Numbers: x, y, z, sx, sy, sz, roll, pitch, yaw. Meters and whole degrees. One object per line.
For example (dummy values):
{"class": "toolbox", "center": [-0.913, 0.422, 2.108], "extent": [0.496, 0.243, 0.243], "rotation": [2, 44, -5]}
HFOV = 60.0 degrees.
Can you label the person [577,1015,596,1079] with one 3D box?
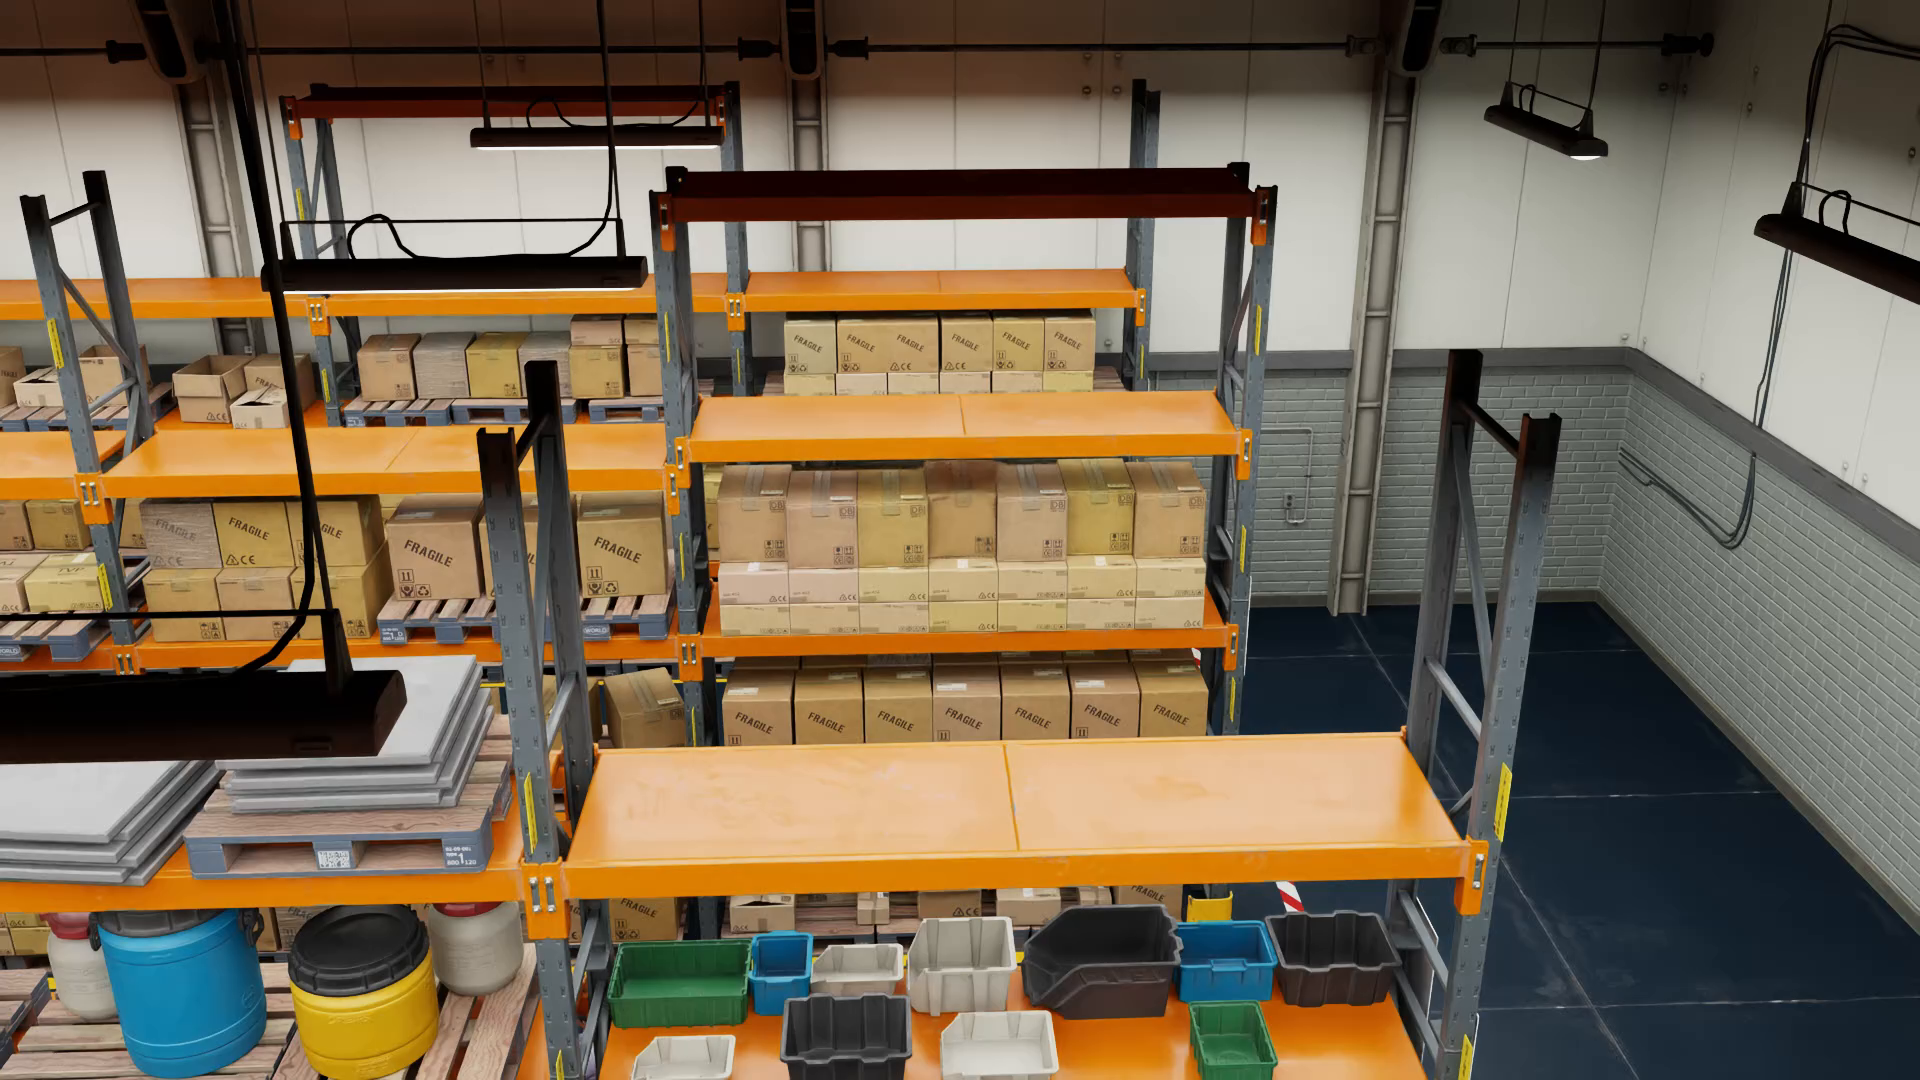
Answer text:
{"class": "person", "center": [-2.229, 3.540, 10.320], "extent": [0.557, 1.706, 0.527], "rotation": [7, 23, 16]}
